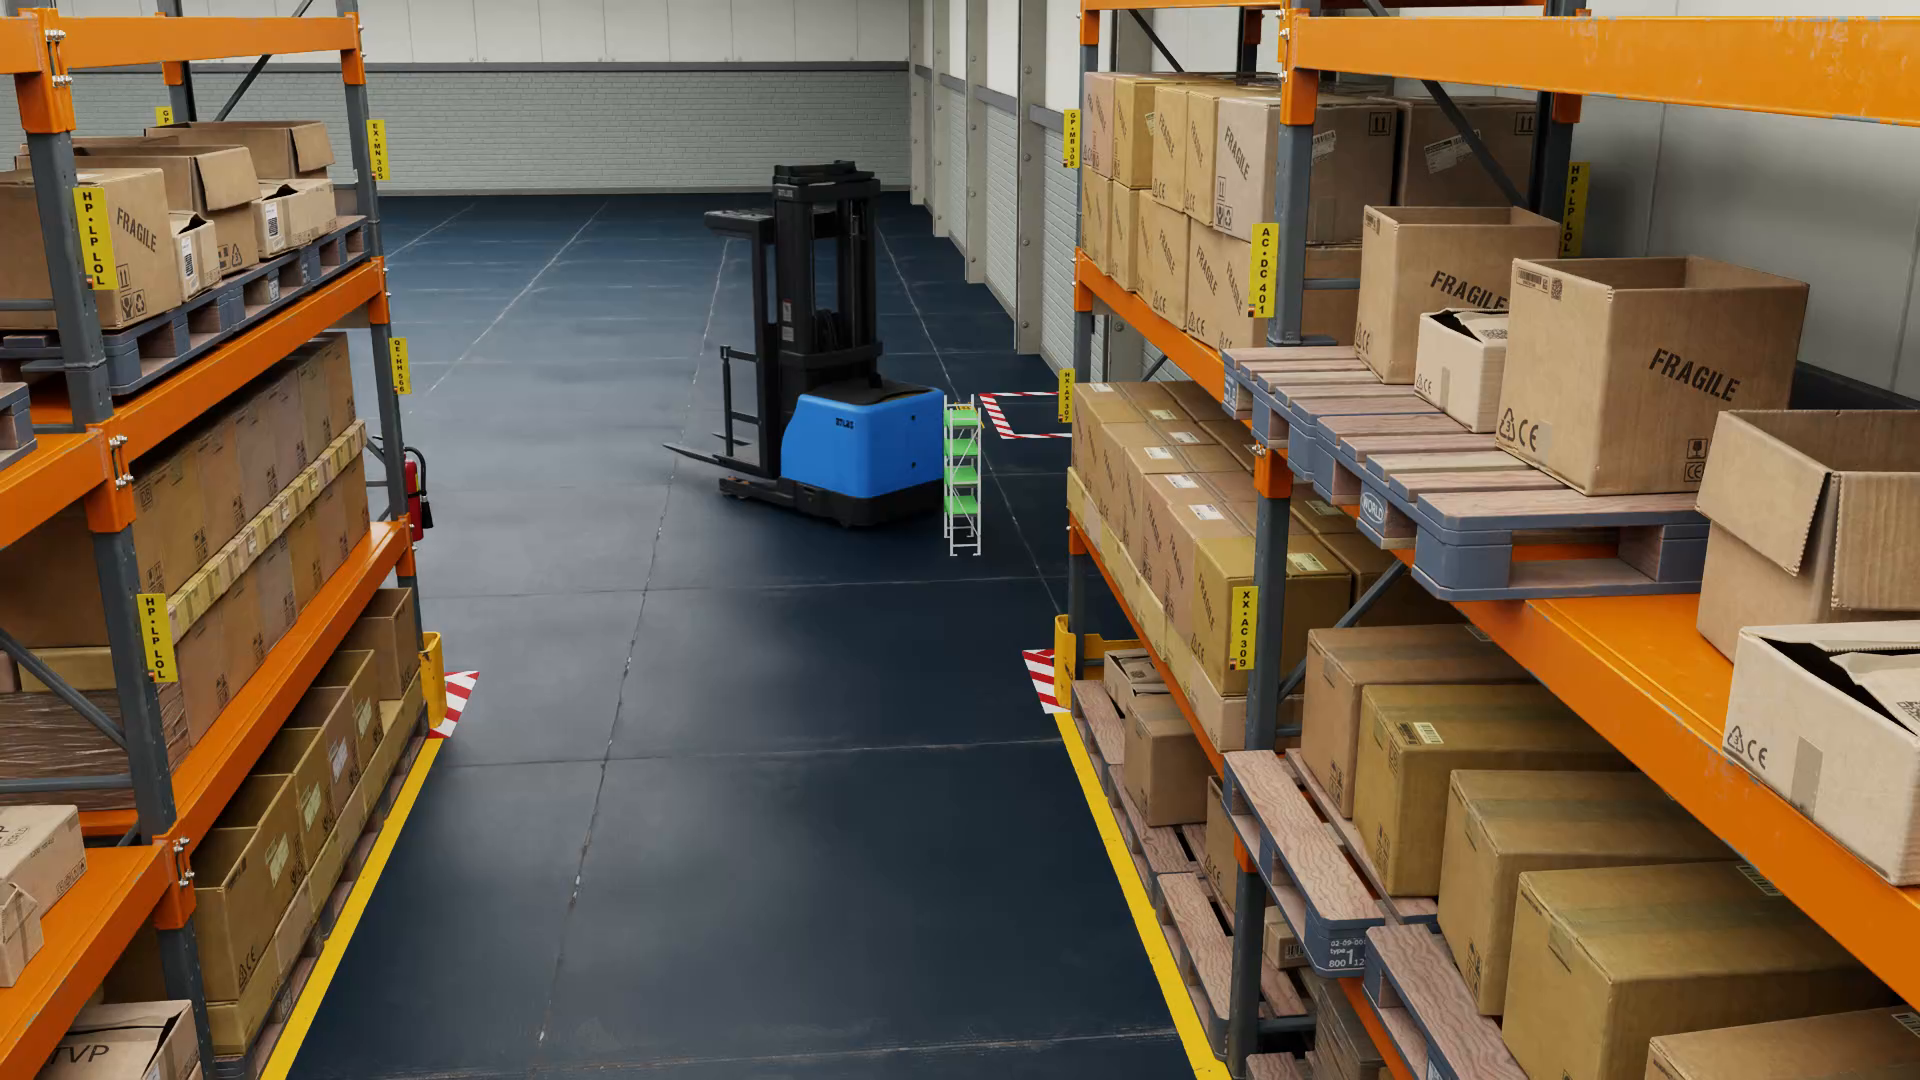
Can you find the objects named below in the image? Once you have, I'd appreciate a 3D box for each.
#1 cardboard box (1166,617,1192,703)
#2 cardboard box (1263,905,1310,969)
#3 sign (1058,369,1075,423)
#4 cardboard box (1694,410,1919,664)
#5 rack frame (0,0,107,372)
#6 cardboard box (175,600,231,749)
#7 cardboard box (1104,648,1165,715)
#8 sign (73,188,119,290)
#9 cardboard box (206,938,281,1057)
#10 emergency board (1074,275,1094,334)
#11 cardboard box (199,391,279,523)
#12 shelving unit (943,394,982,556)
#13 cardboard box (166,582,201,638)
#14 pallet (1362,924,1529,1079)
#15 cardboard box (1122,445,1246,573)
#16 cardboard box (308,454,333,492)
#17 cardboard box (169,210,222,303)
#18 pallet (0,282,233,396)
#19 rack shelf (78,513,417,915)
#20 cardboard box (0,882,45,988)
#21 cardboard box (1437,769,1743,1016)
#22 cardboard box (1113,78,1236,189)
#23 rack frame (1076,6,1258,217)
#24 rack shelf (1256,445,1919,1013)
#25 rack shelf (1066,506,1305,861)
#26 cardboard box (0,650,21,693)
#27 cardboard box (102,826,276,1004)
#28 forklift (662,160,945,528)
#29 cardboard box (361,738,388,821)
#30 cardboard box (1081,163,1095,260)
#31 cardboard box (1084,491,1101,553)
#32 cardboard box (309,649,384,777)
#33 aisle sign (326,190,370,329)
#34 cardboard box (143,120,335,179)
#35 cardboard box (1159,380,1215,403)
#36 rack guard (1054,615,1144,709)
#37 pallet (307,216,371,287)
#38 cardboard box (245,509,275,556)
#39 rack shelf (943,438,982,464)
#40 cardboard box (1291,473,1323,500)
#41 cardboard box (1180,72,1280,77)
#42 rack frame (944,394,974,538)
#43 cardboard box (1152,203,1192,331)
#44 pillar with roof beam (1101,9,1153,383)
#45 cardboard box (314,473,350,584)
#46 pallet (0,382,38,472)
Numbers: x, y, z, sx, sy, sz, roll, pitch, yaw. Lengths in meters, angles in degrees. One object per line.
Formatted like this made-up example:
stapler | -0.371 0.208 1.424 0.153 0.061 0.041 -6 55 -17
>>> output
cardboard box | 1.203 0.504 7.281 0.500 0.250 0.500 -2 18 -5
cardboard box | 1.511 1.706 7.232 0.380 0.166 0.250 -4 18 -13
sign | 0.644 -0.866 9.981 0.100 0.325 0.005 -2 18 -6
cardboard box | 1.967 0.035 3.344 0.797 0.503 0.637 1 17 2
rack frame | -3.331 -1.986 4.979 1.000 3.000 0.127 -2 18 -6
cardboard box | -3.444 0.540 6.783 0.700 0.500 0.500 -2 18 -6
cardboard box | 1.165 0.812 9.836 0.500 0.311 0.500 -4 18 -12
sign | -2.792 -0.971 5.366 0.100 0.325 0.005 -2 18 -6
cardboard box | -3.077 1.841 6.696 0.500 0.250 0.500 -2 18 -6
emergency board | 1.280 -2.813 17.628 0.194 1.169 0.643 -2 18 -6
cardboard box | -3.538 -0.371 7.517 0.700 0.500 0.500 -2 18 -6
shelving unit | 0.017 -0.523 13.340 0.258 1.200 0.503 -2 18 -6
cardboard box | -3.220 0.282 6.522 0.380 0.149 0.250 -2 18 -7
pallet | 1.764 1.417 4.476 1.003 0.211 1.213 -2 18 -6
cardboard box | 1.087 -0.158 8.139 0.500 0.500 0.500 -1 17 -4
cardboard box | -3.436 -0.335 8.487 0.380 0.149 0.250 -2 17 -5
cardboard box | -3.176 -1.098 6.374 0.500 0.311 0.500 -3 18 -9
pallet | -3.445 -0.766 6.248 1.003 0.211 1.213 -2 18 -6
rack shelf | -3.537 0.624 7.883 1.077 0.370 4.000 -2 18 -6
cardboard box | -3.058 1.197 5.081 0.396 0.266 0.258 -2 18 -7
cardboard box | 1.764 0.979 4.648 0.700 0.500 0.500 1 17 2
cardboard box | 1.047 -2.009 8.192 0.500 0.500 0.500 -1 17 -4
rack frame | 1.183 -3.332 9.266 1.000 3.000 0.127 -2 18 -6
rack shelf | 1.802 0.230 4.129 1.077 0.370 4.000 -2 18 -6
rack shelf | 1.390 0.470 8.374 1.077 0.370 4.000 -2 18 -6
cardboard box | -3.572 0.445 6.002 0.380 0.149 0.250 -2 18 -6
cardboard box | -3.067 1.482 6.585 0.500 0.500 0.500 -2 18 -6
forklift | -1.521 -1.856 14.696 3.031 2.935 1.130 16 24 41
cardboard box | -3.277 1.244 8.595 0.500 0.250 0.500 -2 18 -6
cardboard box | 0.969 -1.850 9.355 0.500 0.500 0.500 -1 17 -4
cardboard box | 0.986 -0.098 9.198 0.500 0.250 0.500 -2 18 -7
cardboard box | -3.274 0.887 8.483 0.500 0.500 0.500 -2 18 -6
aisle sign | -3.458 -1.584 9.375 0.394 0.787 0.004 -2 18 -6
cardboard box | -3.688 -1.891 8.579 0.797 0.503 0.637 -1 17 -2
cardboard box | 1.443 -0.631 9.645 0.500 0.500 0.500 -2 18 -6
rack guard | 1.191 0.746 10.467 1.175 0.500 0.348 -2 18 -6
pallet | -3.696 -1.493 8.564 1.003 0.211 1.213 -2 18 -6
cardboard box | -3.329 -0.028 7.509 0.380 0.149 0.250 -2 18 -6
rack shelf | 0.017 -0.691 13.288 0.258 0.148 0.480 -2 18 -6
cardboard box | 1.660 -0.023 7.707 0.500 0.500 0.500 -1 17 -4
cardboard box | 1.488 -2.314 9.164 0.500 0.500 0.500 -1 17 -3
rack frame | -0.008 -0.596 13.572 0.240 1.200 0.015 -2 18 -6
cardboard box | 1.164 -1.224 7.359 0.500 0.500 0.500 -2 18 -8
pillar with roof beam | -2.785 -4.804 13.957 9.100 9.000 0.400 -2 18 -6
cardboard box | -3.649 -0.067 8.716 0.700 0.500 0.500 -1 17 -4
pallet | -3.227 -0.201 4.621 0.805 0.209 1.217 -2 18 -8
